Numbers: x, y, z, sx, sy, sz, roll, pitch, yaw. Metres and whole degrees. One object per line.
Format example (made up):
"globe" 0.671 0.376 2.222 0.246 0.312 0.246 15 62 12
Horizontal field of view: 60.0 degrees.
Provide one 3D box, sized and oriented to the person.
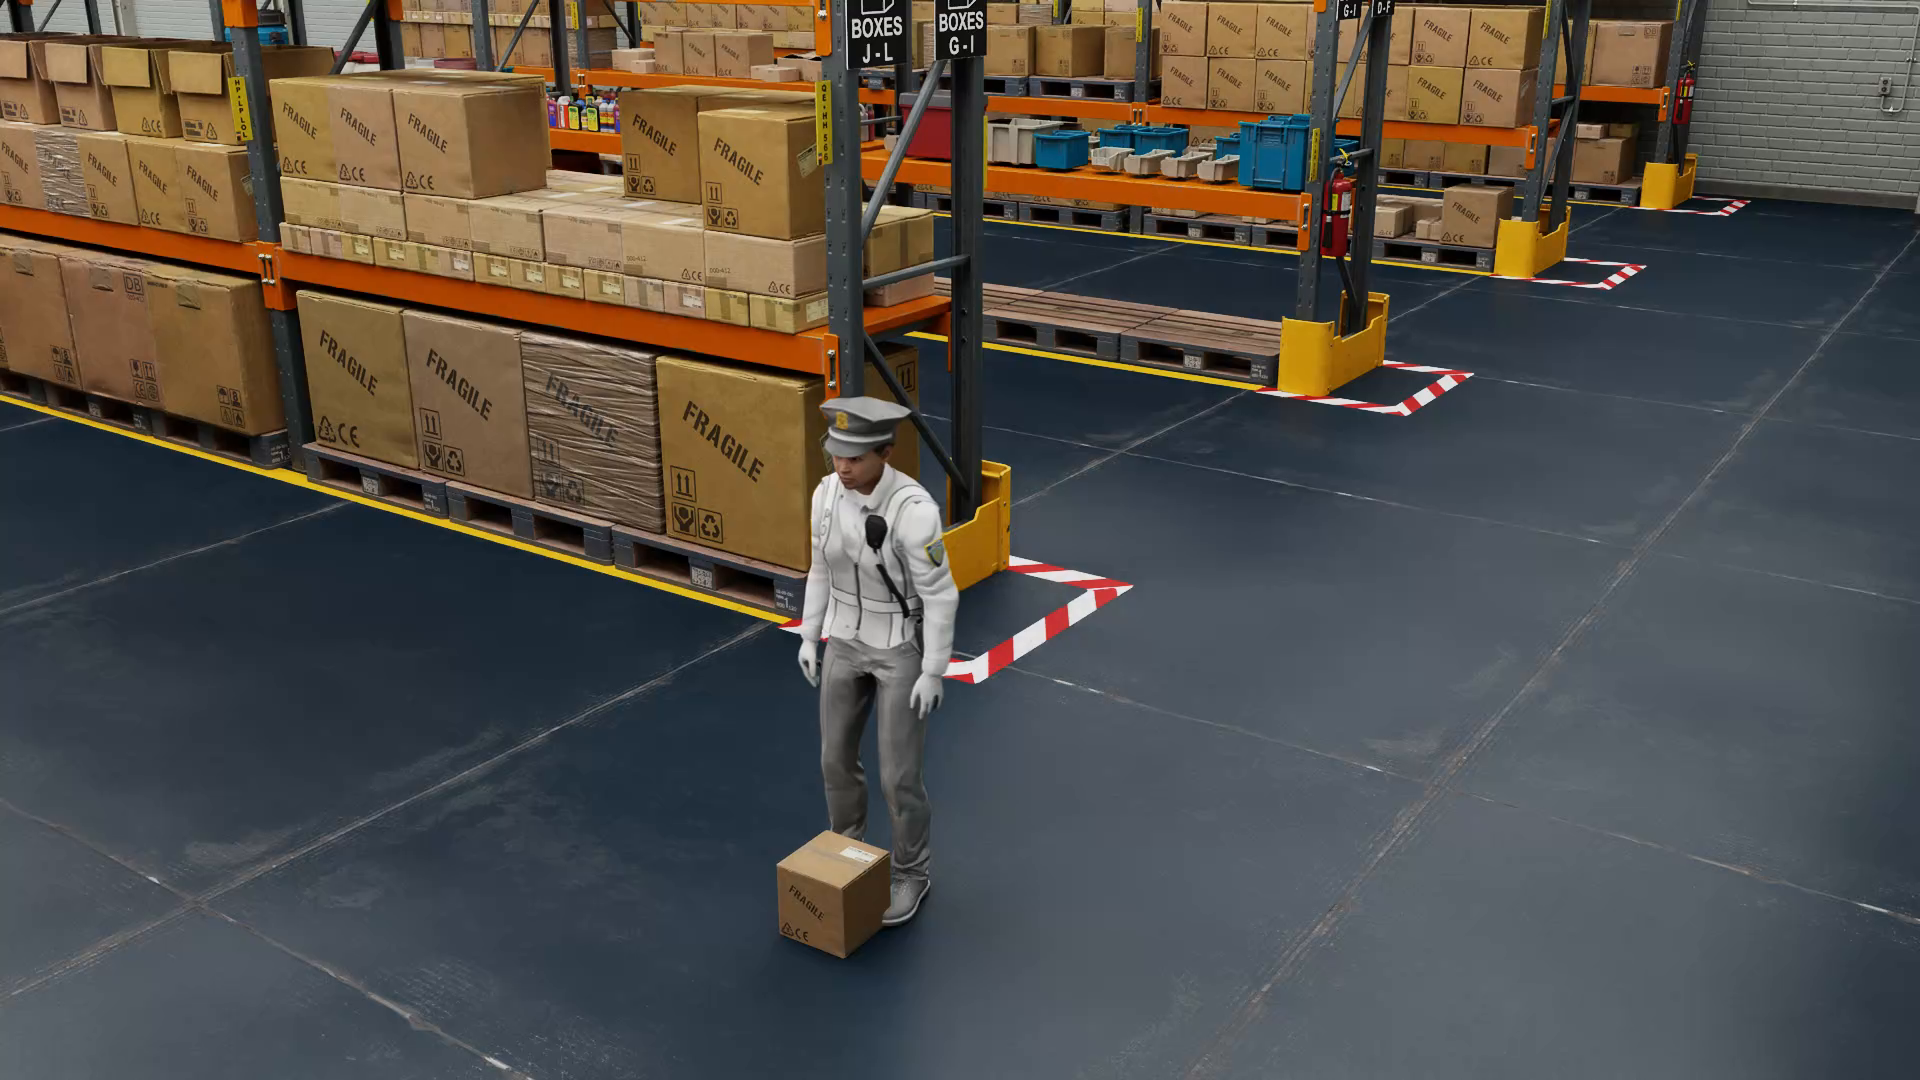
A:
"person" -0.260 0.359 5.078 0.535 1.663 0.379 13 23 31
